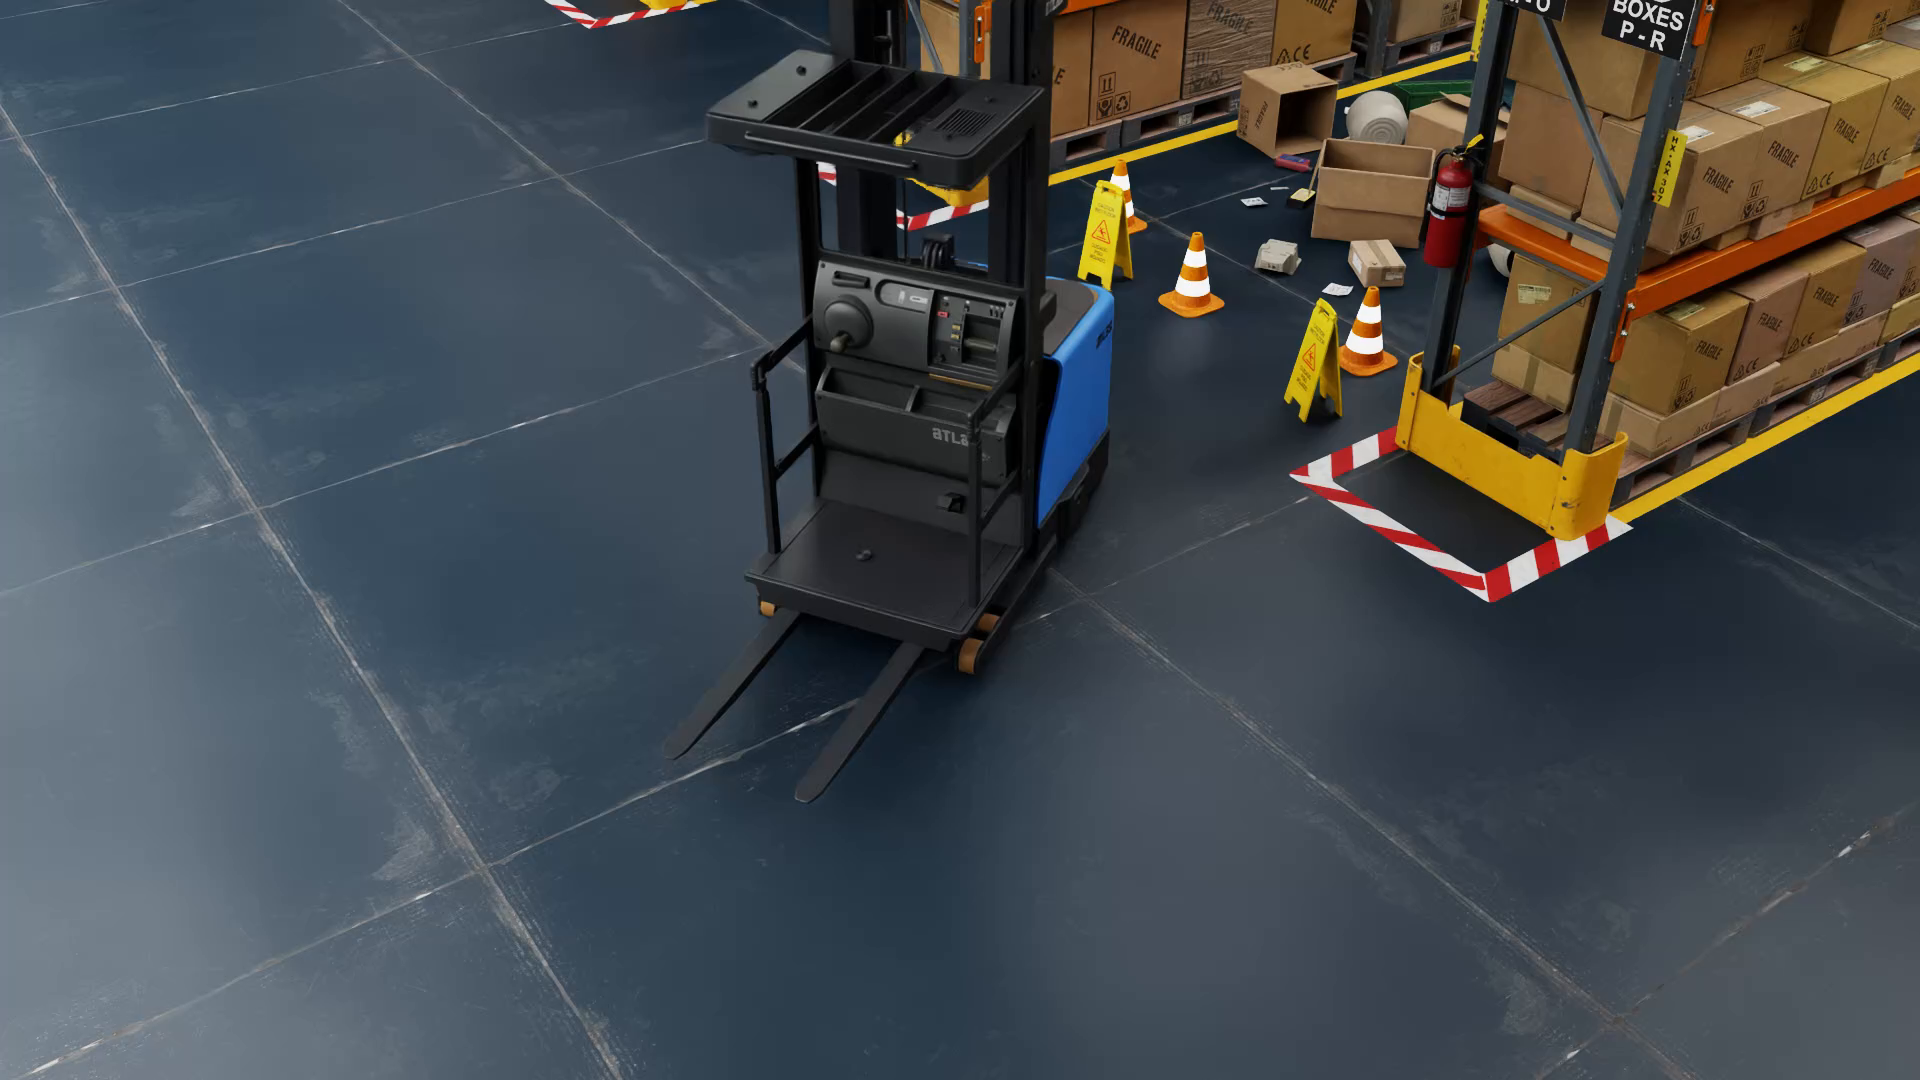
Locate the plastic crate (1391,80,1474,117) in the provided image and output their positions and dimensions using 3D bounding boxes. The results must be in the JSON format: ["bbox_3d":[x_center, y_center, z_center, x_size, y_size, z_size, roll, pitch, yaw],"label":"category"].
[{"bbox_3d":[3.688,-3.381,12.741,0.662,0.188,0.450,-3,26,-4],"label":"plastic crate"}]

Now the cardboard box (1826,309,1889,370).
[{"bbox_3d":[4.833,-1.229,9.385,0.500,0.250,0.500,-22,41,-27],"label":"cardboard box"}]

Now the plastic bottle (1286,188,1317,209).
[{"bbox_3d":[2.377,-2.373,11.497,0.133,0.061,0.283,22,41,28],"label":"plastic bottle"}]

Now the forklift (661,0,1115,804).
[{"bbox_3d":[-0.285,-0.875,6.956,1.130,2.935,3.031,14,38,19],"label":"forklift"}]

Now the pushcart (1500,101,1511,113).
[{"bbox_3d":[4.655,-2.861,11.905,1.648,0.377,0.936,22,41,28],"label":"pushcart"}]

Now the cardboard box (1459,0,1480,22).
[{"bbox_3d":[4.322,-5.014,14.220,0.750,0.750,1.050,-22,41,-28],"label":"cardboard box"}]

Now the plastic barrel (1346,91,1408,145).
[{"bbox_3d":[3.032,-3.023,12.091,0.421,0.421,0.512,3,36,4],"label":"plastic barrel"}]

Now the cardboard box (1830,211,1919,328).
[{"bbox_3d":[4.849,-1.542,9.178,0.500,0.500,0.500,-20,40,-26],"label":"cardboard box"}]

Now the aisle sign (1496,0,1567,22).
[{"bbox_3d":[2.522,-2.682,7.184,0.004,0.787,0.394,-22,41,-28],"label":"aisle sign"}]

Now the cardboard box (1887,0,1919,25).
[{"bbox_3d":[4.669,-3.060,8.739,0.500,0.500,0.700,-23,42,-29],"label":"cardboard box"}]

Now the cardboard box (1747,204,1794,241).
[{"bbox_3d":[3.833,-1.628,8.160,0.250,0.149,0.380,-22,41,-27],"label":"cardboard box"}]

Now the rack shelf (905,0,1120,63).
[{"bbox_3d":[1.441,-4.218,12.162,4.000,0.370,1.077,-22,41,-28],"label":"rack shelf"}]

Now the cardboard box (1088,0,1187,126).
[{"bbox_3d":[1.040,-3.702,12.288,0.875,0.875,0.875,-23,42,-29],"label":"cardboard box"}]

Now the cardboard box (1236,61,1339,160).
[{"bbox_3d":[2.398,-3.157,12.209,0.500,0.500,0.500,-15,38,-20],"label":"cardboard box"}]

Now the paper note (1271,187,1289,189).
[{"bbox_3d":[2.244,-2.470,11.676,0.123,0.001,0.032,-3,36,-4],"label":"paper note"}]

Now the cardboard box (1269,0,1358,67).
[{"bbox_3d":[2.521,-4.313,13.137,0.875,0.875,0.875,-22,41,-27],"label":"cardboard box"}]

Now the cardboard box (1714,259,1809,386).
[{"bbox_3d":[4.003,-1.193,8.693,0.500,0.500,0.500,-24,42,-29],"label":"cardboard box"}]

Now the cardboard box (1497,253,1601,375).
[{"bbox_3d":[3.245,-1.262,8.788,0.500,0.500,0.500,-22,41,-28],"label":"cardboard box"}]

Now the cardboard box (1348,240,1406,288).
[{"bbox_3d":[2.647,-1.756,10.565,0.250,0.149,0.380,-3,36,-4],"label":"cardboard box"}]

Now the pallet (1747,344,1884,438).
[{"bbox_3d":[4.483,-1.067,9.553,1.213,0.211,1.003,-22,41,-28],"label":"pallet"}]

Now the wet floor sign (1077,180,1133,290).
[{"bbox_3d":[0.923,-1.927,10.377,0.267,0.644,0.232,30,45,35],"label":"wet floor sign"}]

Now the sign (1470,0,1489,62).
[{"bbox_3d":[2.437,-2.379,7.726,0.005,0.325,0.100,-22,41,-28],"label":"sign"}]

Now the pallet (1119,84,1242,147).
[{"bbox_3d":[1.411,-3.420,12.824,1.213,0.211,1.003,-22,41,-28],"label":"pallet"}]

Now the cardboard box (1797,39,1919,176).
[{"bbox_3d":[4.535,-2.220,8.427,0.500,0.500,0.500,-23,42,-29],"label":"cardboard box"}]

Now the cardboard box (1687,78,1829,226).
[{"bbox_3d":[3.708,-1.873,7.945,0.500,0.500,0.500,-21,41,-27],"label":"cardboard box"}]

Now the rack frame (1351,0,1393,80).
[{"bbox_3d":[3.075,-5.183,12.887,0.127,3.000,1.000,-22,41,-28],"label":"rack frame"}]

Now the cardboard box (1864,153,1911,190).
[{"bbox_3d":[4.678,-1.980,8.649,0.250,0.149,0.380,-22,41,-28],"label":"cardboard box"}]

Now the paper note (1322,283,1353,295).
[{"bbox_3d":[2.366,-1.572,10.409,0.148,0.019,0.142,22,41,28],"label":"paper note"}]

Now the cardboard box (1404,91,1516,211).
[{"bbox_3d":[3.477,-2.668,11.413,0.503,0.637,0.797,-22,41,-28],"label":"cardboard box"}]

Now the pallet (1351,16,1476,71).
[{"bbox_3d":[3.663,-4.346,14.112,1.213,0.211,1.003,-22,41,-28],"label":"pallet"}]

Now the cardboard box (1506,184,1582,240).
[{"bbox_3d":[2.922,-1.635,8.169,0.250,0.149,0.380,-21,41,-26],"label":"cardboard box"}]

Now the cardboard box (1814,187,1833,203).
[{"bbox_3d":[4.206,-1.849,8.467,0.250,0.149,0.380,-21,41,-26],"label":"cardboard box"}]

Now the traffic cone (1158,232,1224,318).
[{"bbox_3d":[1.431,-1.655,10.155,0.334,0.463,0.336,-22,41,-28],"label":"traffic cone"}]

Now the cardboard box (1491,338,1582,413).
[{"bbox_3d":[3.265,-0.972,9.027,0.500,0.250,0.500,-23,41,-28],"label":"cardboard box"}]

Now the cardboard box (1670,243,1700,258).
[{"bbox_3d":[3.335,-1.514,8.002,0.250,0.149,0.380,-22,41,-27],"label":"cardboard box"}]

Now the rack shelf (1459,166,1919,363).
[{"bbox_3d":[4.375,-1.890,8.924,4.000,0.370,1.077,-22,41,-28],"label":"rack shelf"}]

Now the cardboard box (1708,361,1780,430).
[{"bbox_3d":[3.980,-0.871,8.887,0.500,0.250,0.500,-21,41,-26],"label":"cardboard box"}]

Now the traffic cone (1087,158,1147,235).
[{"bbox_3d":[1.058,-2.308,11.063,0.334,0.463,0.336,-22,41,-28],"label":"traffic cone"}]

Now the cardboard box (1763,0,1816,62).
[{"bbox_3d":[3.807,-2.740,8.293,0.500,0.500,0.700,-23,42,-28],"label":"cardboard box"}]

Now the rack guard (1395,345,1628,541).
[{"bbox_3d":[2.802,-0.520,8.544,0.348,0.500,1.175,-22,41,-28],"label":"rack guard"}]

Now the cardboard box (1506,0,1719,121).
[{"bbox_3d":[3.032,-2.352,7.755,0.500,0.500,0.700,-23,42,-29],"label":"cardboard box"}]
